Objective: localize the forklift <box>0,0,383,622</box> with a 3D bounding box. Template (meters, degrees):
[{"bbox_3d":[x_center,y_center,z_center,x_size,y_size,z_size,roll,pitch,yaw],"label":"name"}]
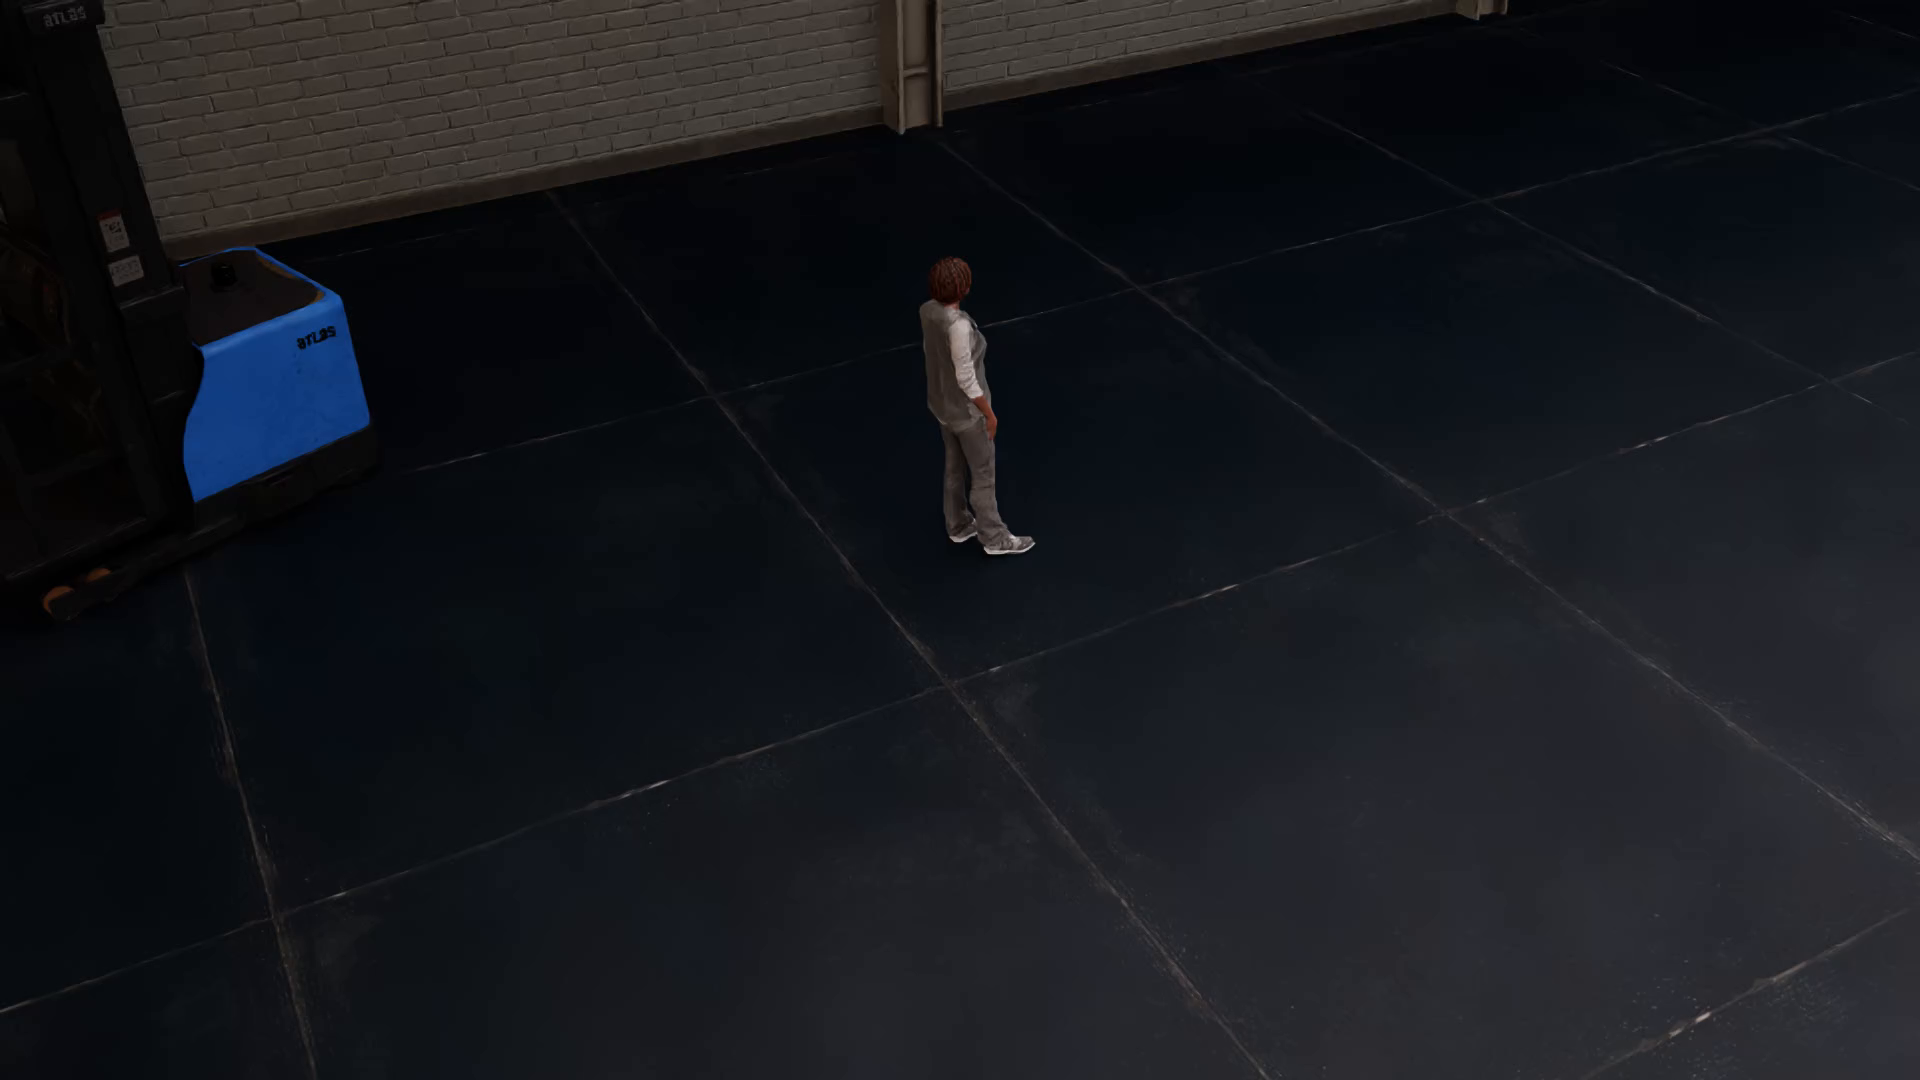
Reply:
[{"bbox_3d":[-4.544,-1.136,7.729,1.130,2.935,3.031,27,44,33],"label":"forklift"}]

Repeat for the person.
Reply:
[{"bbox_3d":[0.072,-0.671,8.216,0.474,1.597,0.521,-17,39,-23],"label":"person"}]
